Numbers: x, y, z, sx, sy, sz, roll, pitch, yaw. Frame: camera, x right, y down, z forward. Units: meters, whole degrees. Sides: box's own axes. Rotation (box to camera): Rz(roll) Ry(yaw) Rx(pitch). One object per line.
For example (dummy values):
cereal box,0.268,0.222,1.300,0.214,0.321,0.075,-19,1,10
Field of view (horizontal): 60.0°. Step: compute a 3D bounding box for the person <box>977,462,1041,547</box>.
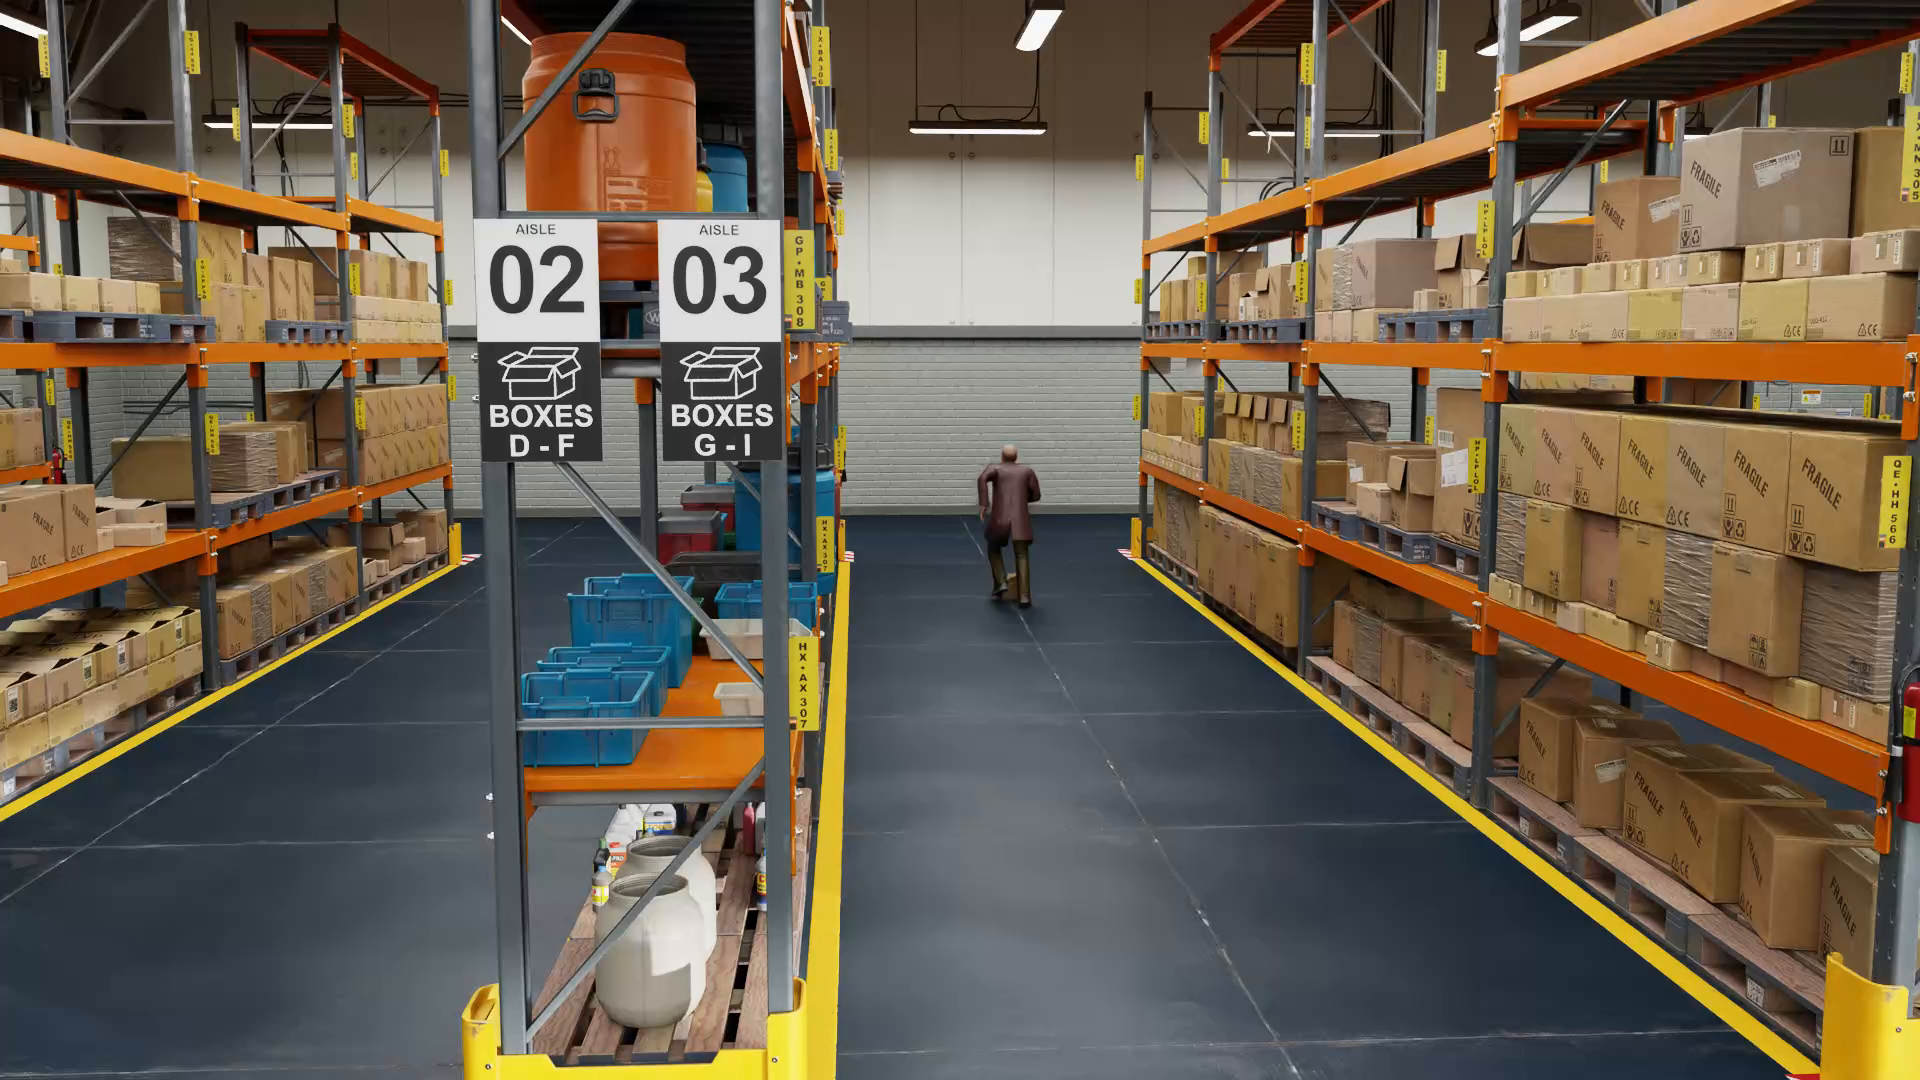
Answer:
person,0.535,-0.383,18.112,0.700,0.938,0.650,0,7,0
